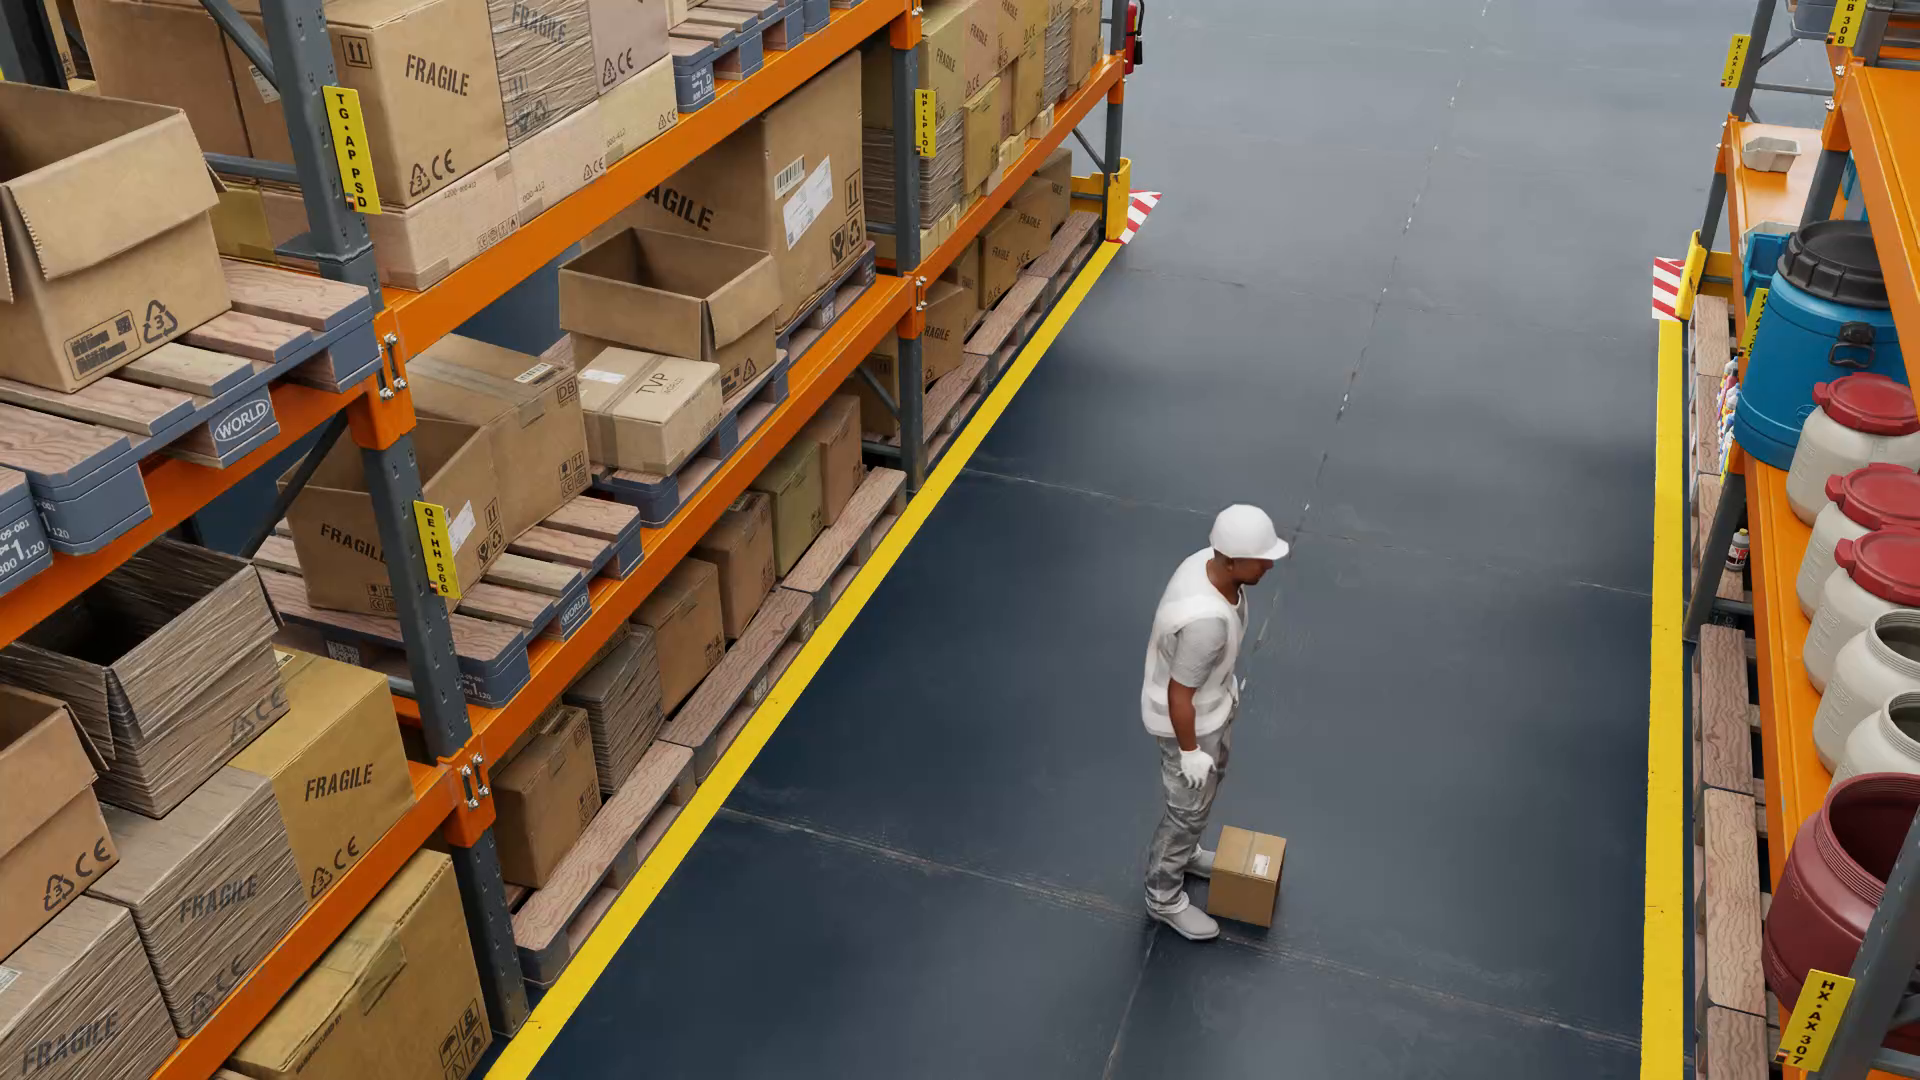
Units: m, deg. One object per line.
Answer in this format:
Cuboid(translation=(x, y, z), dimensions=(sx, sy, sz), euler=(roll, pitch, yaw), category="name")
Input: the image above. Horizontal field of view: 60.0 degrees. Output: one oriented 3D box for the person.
Cuboid(translation=(0.903, 0.640, 6.142), dimensions=(0.453, 1.774, 0.622), euler=(11, 34, 16), category="person")
